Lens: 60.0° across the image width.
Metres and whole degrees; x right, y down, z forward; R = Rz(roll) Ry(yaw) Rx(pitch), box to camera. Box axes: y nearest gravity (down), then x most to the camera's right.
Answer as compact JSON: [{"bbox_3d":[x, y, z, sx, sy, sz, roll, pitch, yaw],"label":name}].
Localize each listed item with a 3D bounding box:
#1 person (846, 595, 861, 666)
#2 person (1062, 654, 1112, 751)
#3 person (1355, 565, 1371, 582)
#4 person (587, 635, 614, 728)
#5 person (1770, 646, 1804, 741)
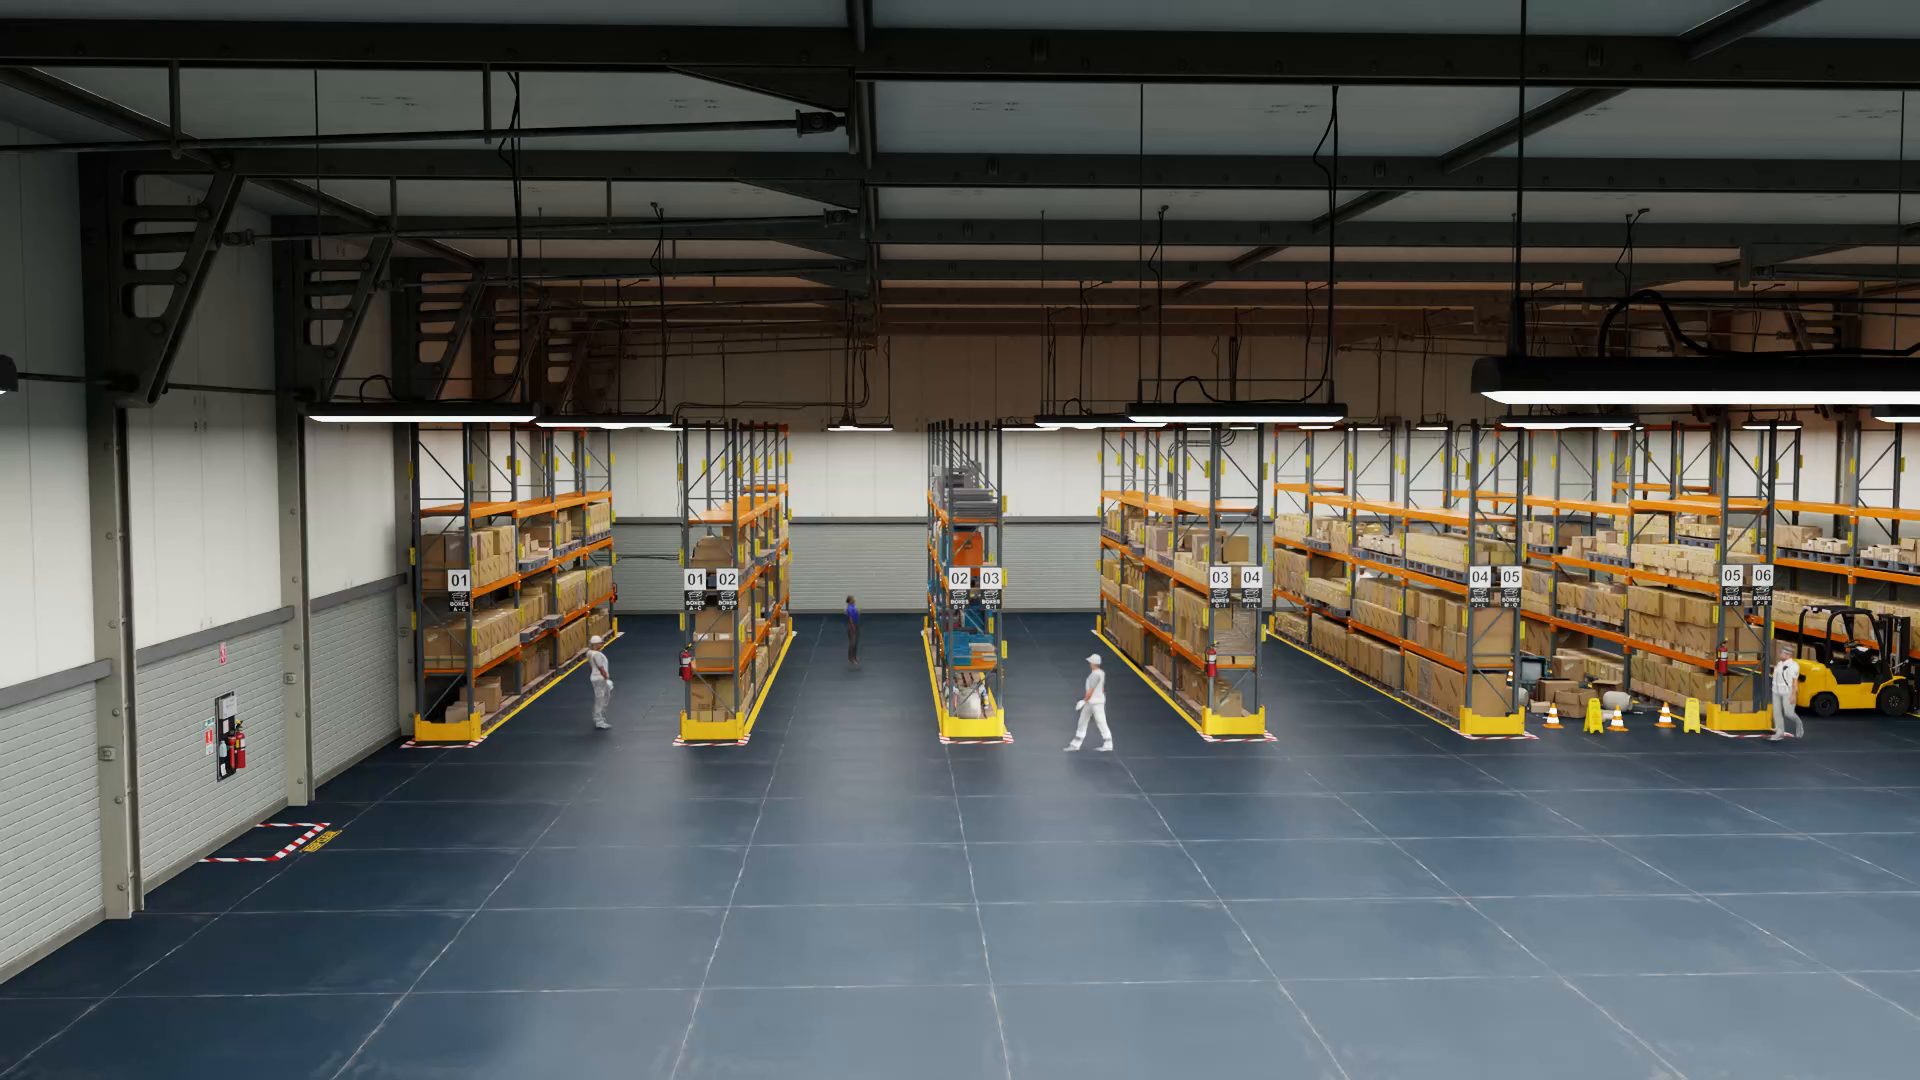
[{"bbox_3d":[-2.606,2.206,40.813,0.377,1.711,0.543,1,4,16],"label":"person"},{"bbox_3d":[2.316,2.918,29.732,0.862,1.764,0.541,-1,4,-18],"label":"person"},{"bbox_3d":[12.191,1.600,50.500,0.533,1.791,0.583,-2,4,-22],"label":"person"},{"bbox_3d":[-7.003,2.765,32.404,0.572,1.826,0.603,0,4,-3],"label":"person"},{"bbox_3d":[15.389,2.844,30.949,0.603,1.769,0.505,-2,4,-34],"label":"person"}]
